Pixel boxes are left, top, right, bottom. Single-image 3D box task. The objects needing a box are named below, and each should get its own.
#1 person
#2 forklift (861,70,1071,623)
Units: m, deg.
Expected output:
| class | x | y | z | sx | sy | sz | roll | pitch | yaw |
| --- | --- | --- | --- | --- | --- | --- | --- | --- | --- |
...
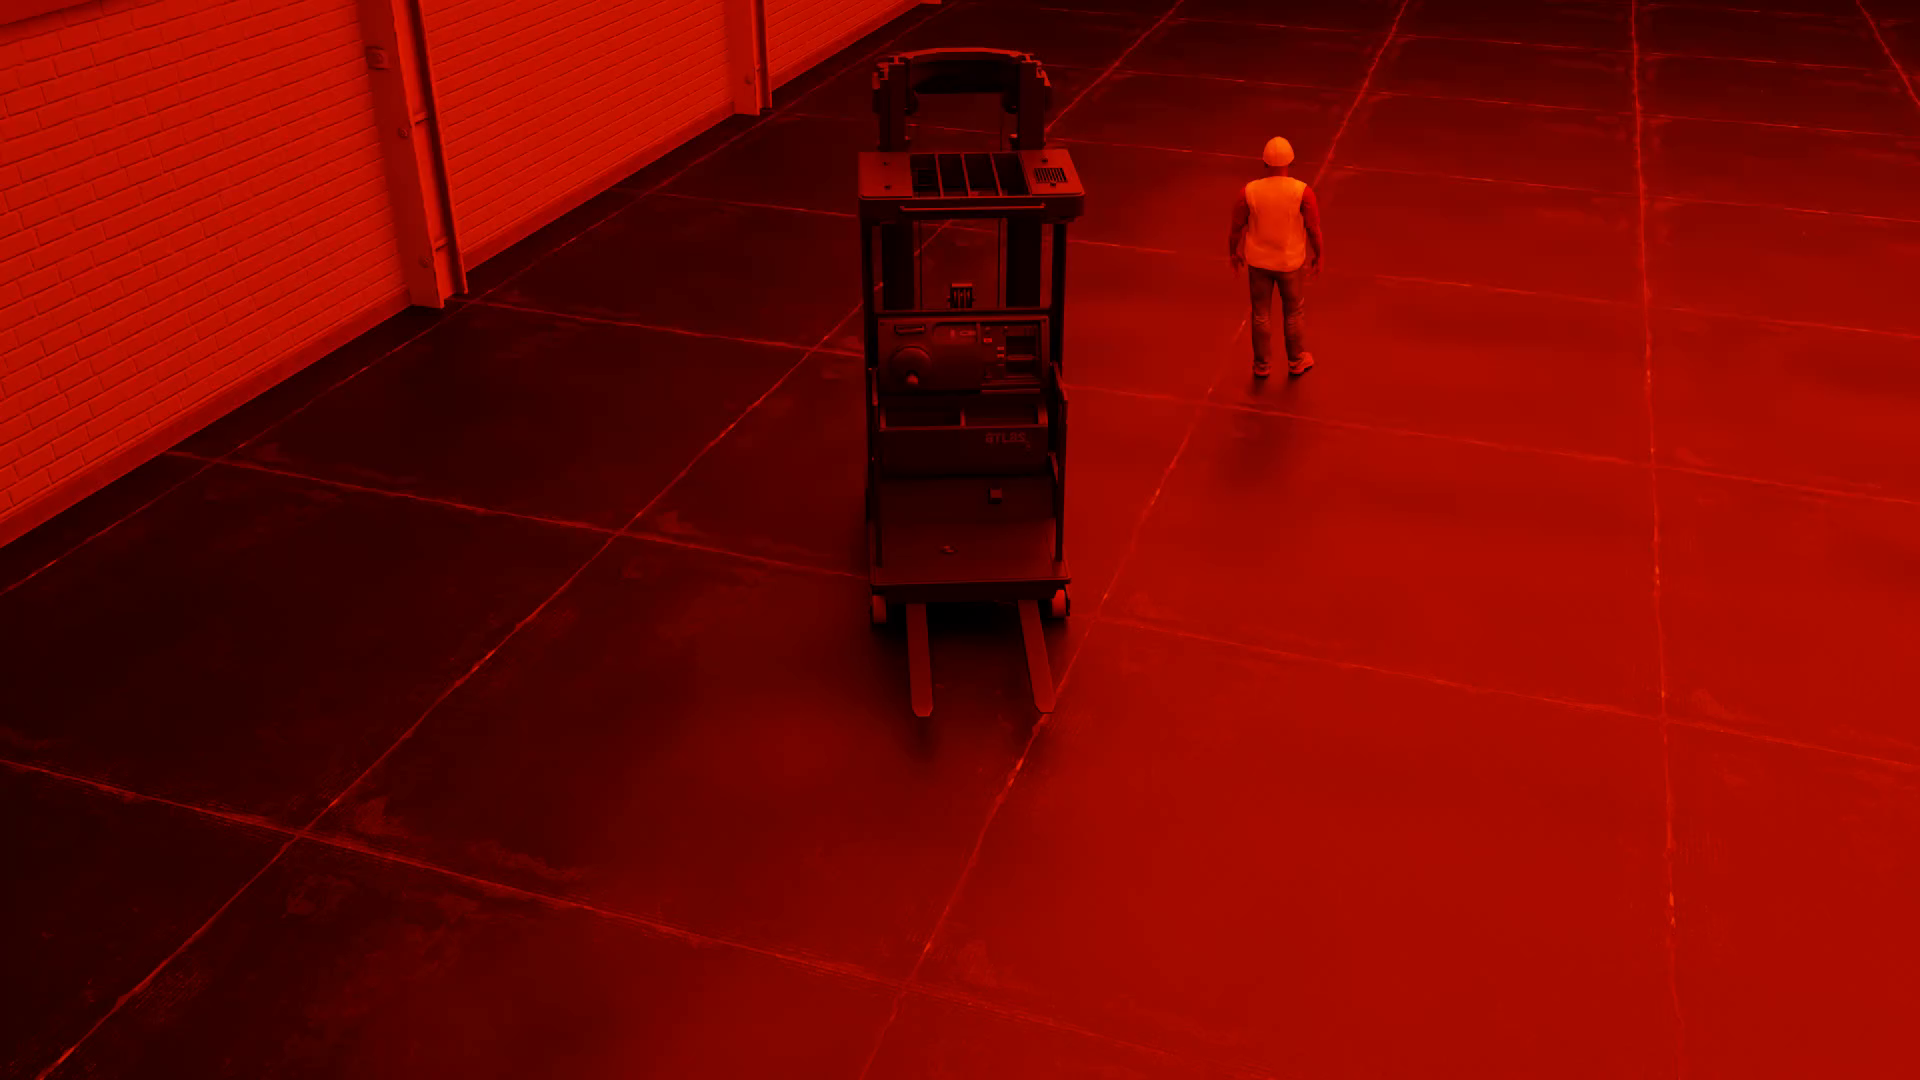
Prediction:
| class | x | y | z | sx | sy | sz | roll | pitch | yaw |
| --- | --- | --- | --- | --- | --- | --- | --- | --- | --- |
| person | 2.258 | -2.023 | 11.848 | 0.666 | 1.767 | 0.576 | 10 | 31 | 16 |
| forklift | 0.004 | -1.204 | 9.338 | 1.129 | 2.843 | 1.939 | -2 | 30 | -3 |
